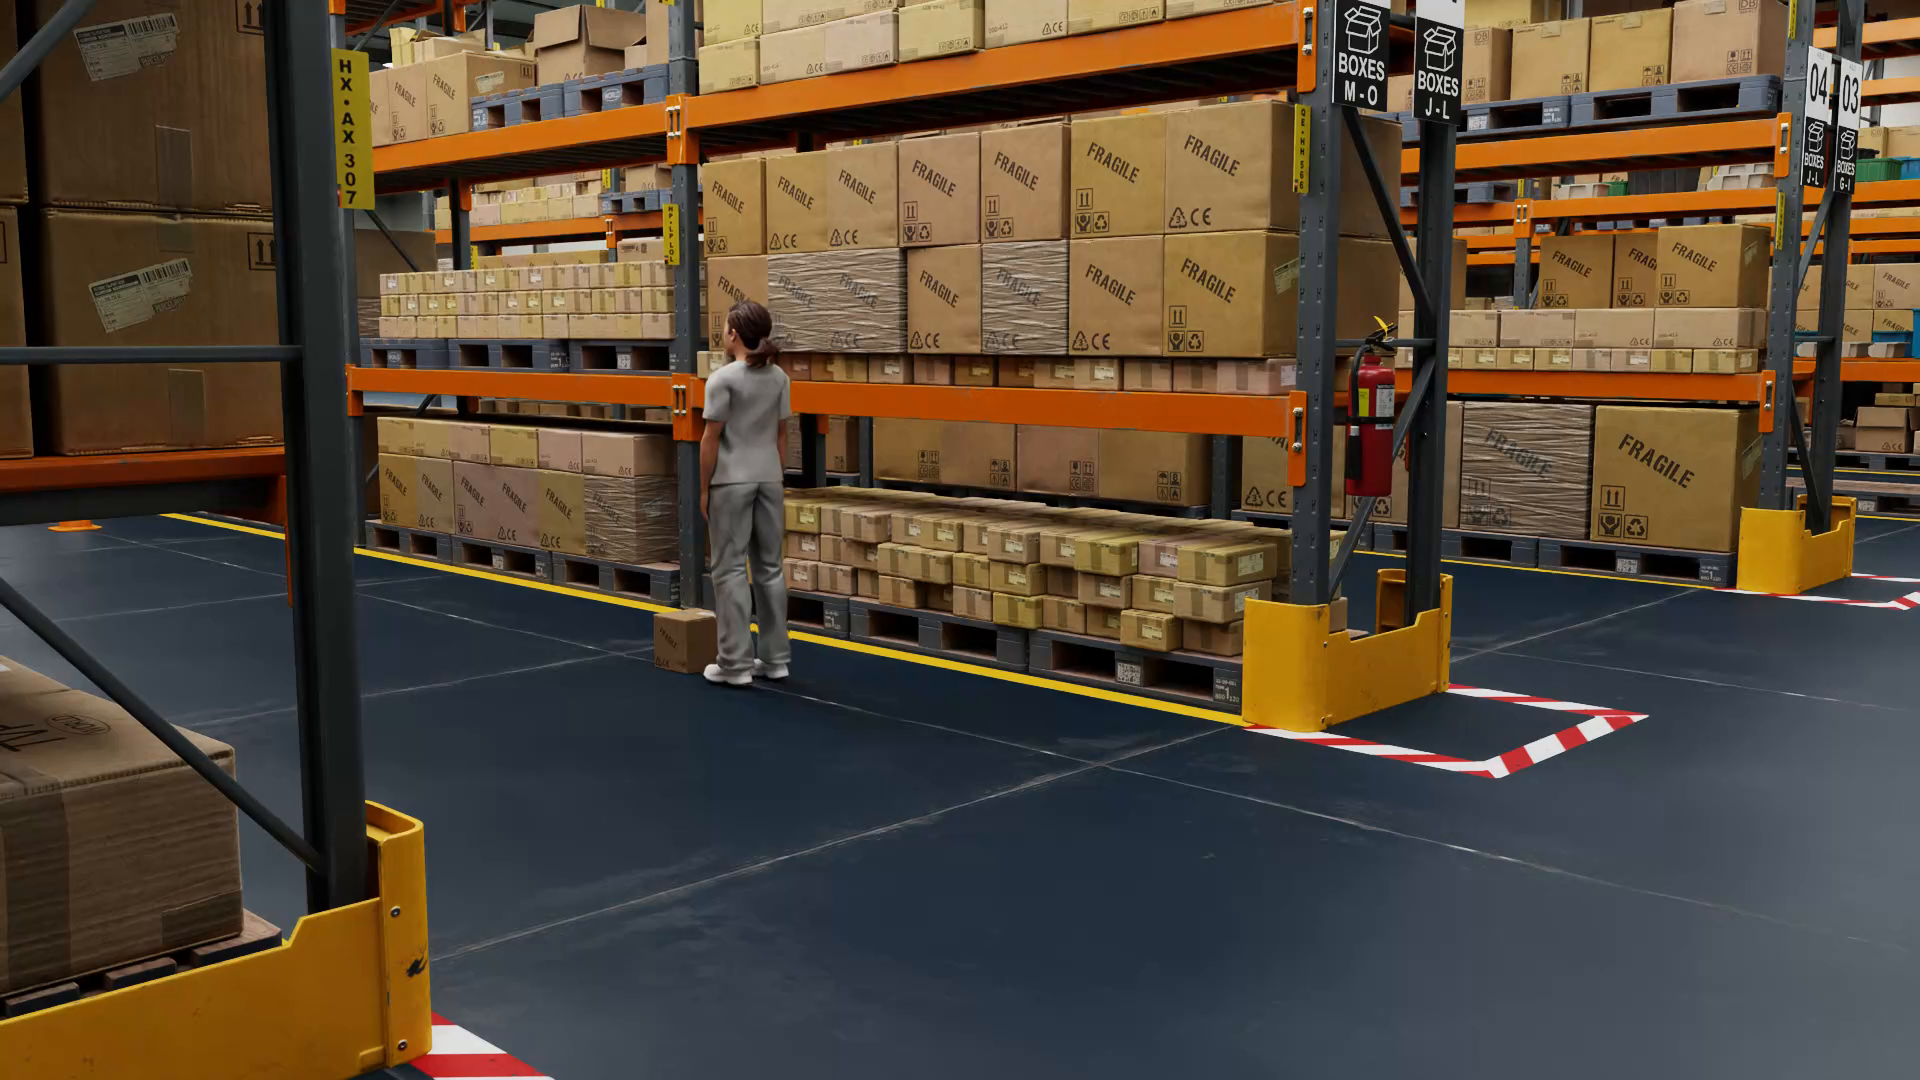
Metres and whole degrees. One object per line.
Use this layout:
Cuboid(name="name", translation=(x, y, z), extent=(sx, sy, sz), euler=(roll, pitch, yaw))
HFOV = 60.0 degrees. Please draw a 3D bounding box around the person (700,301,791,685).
Cuboid(name="person", translation=(-0.945, -0.204, 7.298), extent=(0.441, 1.676, 0.397), euler=(-6, 9, -39))
